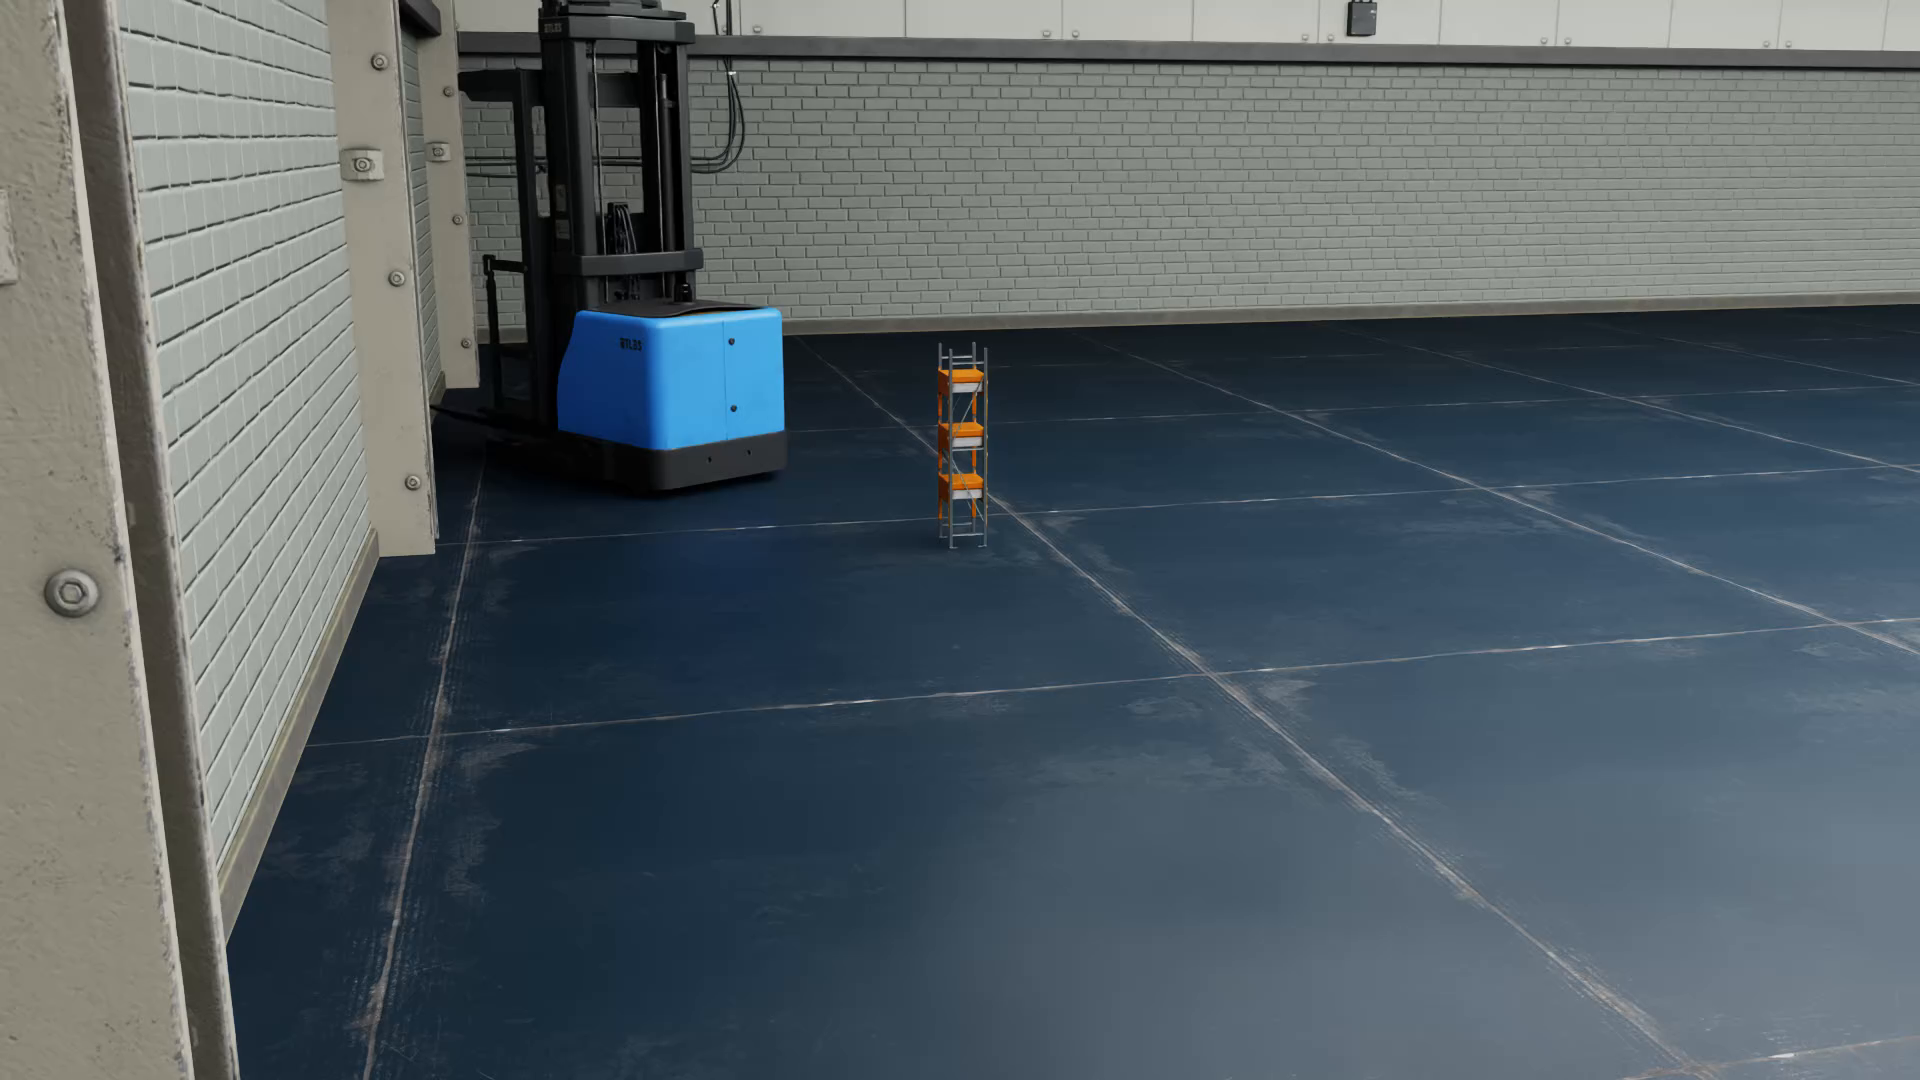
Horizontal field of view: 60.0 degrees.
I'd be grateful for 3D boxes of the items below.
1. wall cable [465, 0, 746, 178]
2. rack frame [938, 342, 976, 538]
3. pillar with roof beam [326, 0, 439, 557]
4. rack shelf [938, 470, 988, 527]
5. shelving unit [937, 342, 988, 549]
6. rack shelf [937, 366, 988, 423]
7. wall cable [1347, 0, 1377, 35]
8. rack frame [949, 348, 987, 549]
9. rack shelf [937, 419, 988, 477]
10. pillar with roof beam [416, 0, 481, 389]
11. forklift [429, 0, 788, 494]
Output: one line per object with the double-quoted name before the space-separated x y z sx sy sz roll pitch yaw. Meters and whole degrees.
"wall cable" -3.741 -4.966 16.834 3.097 2.526 0.112 -3 14 -13
"rack frame" -0.016 -0.526 8.867 0.200 1.050 0.008 -3 14 -13
"pillar with roof beam" 1.260 -4.577 8.699 9.100 9.000 0.400 -3 14 -13
"rack shelf" 0.013 -0.217 8.820 0.215 0.259 0.240 -3 14 -13
"shelving unit" 0.013 -0.498 8.752 0.215 1.050 0.252 -3 14 -13
"rack shelf" 0.013 -0.763 8.687 0.215 0.259 0.240 -3 14 -13
"wall cable" 5.491 -8.652 18.213 2.305 6.003 0.169 -3 14 -13
"rack frame" 0.041 -0.470 8.637 0.200 1.050 0.008 -3 14 -13
"rack shelf" 0.013 -0.487 8.754 0.215 0.259 0.240 -3 14 -13
"pillar with roof beam" -0.150 -5.961 14.365 9.100 9.000 0.400 -3 14 -13
"forklift" -2.496 -1.977 10.842 3.031 2.935 1.130 13 19 42
